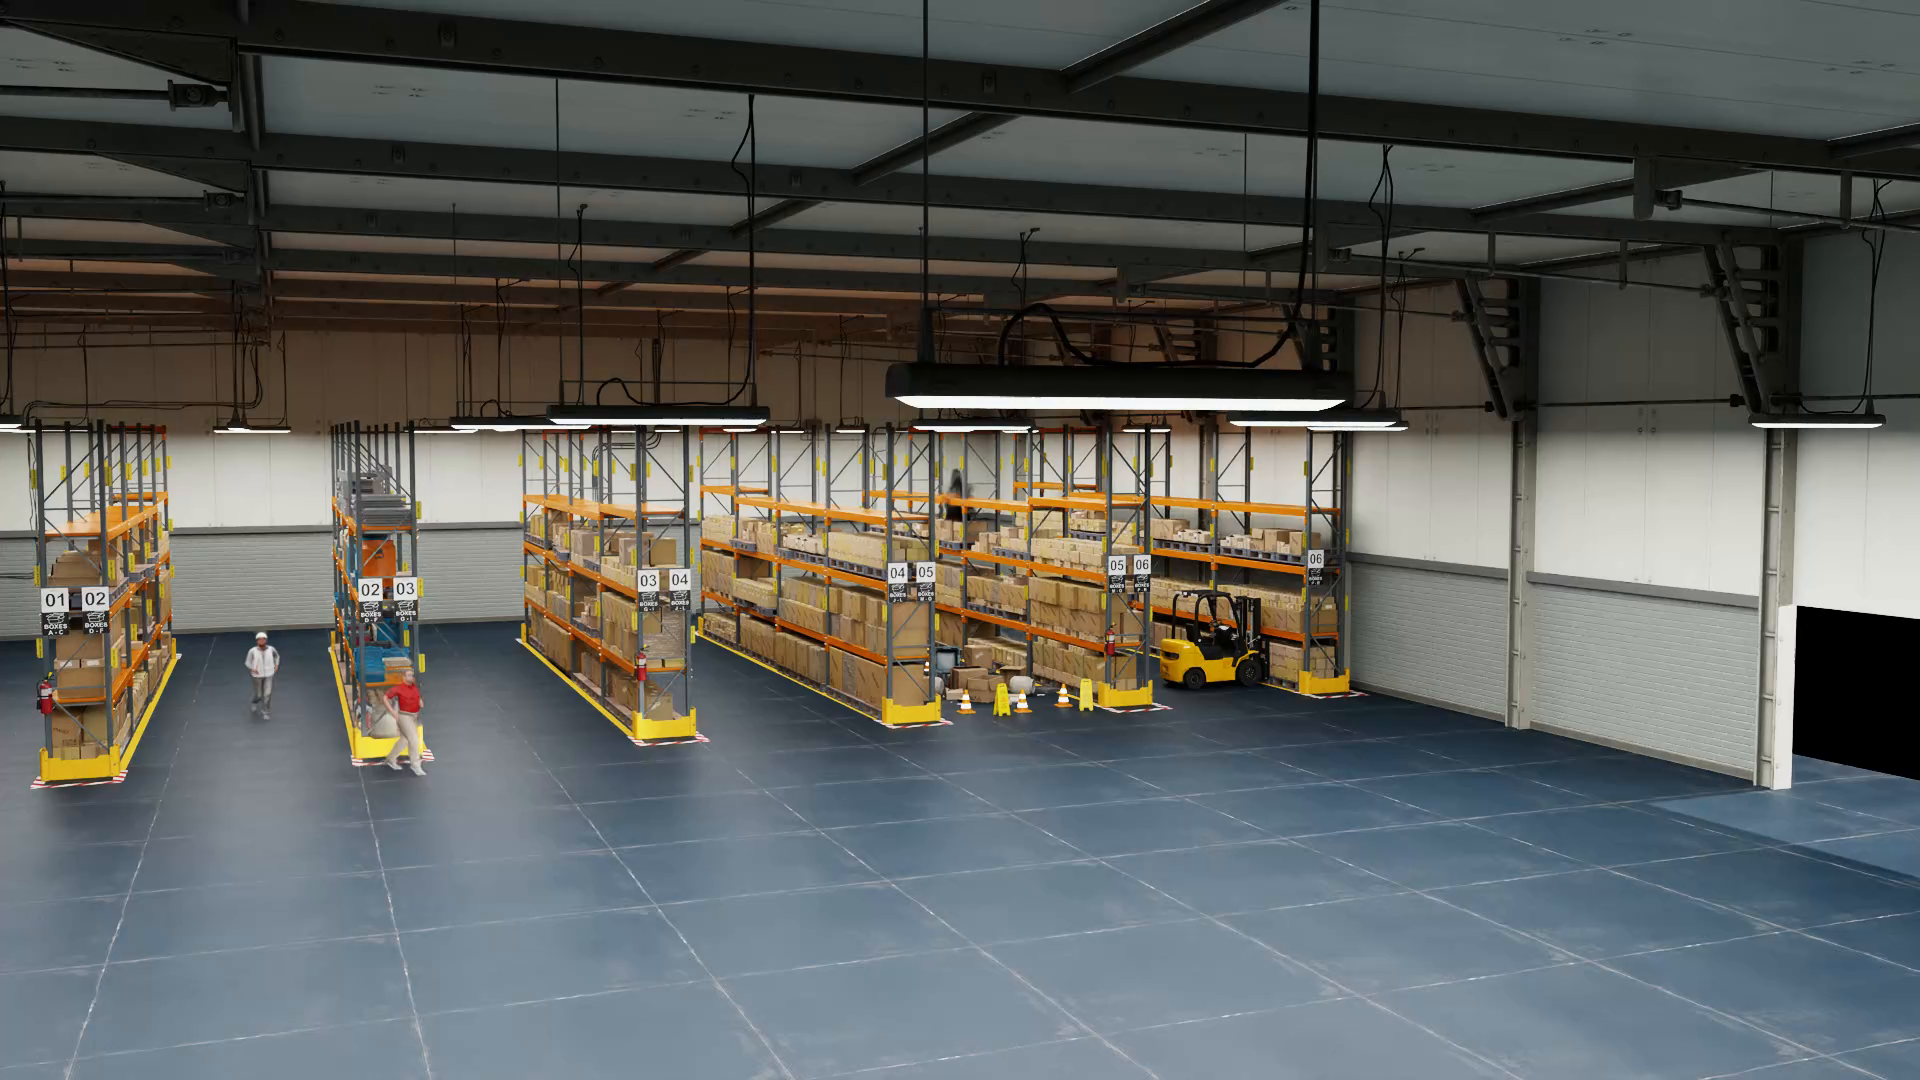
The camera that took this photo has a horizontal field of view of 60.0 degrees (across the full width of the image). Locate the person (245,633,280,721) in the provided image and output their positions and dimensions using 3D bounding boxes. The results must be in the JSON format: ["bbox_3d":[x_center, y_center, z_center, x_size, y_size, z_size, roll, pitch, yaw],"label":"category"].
[{"bbox_3d":[-14.148,2.750,33.765,0.669,1.768,0.810,-2,4,-30],"label":"person"}]

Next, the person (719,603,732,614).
[{"bbox_3d":[-6.937,1.802,49.435,0.816,1.684,0.648,1,4,19],"label":"person"}]

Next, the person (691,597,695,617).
[{"bbox_3d":[-7.430,2.094,44.448,0.724,1.740,0.796,-1,4,-15],"label":"person"}]

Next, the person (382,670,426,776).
[{"bbox_3d":[-9.408,3.099,28.317,0.841,1.786,0.685,1,4,9],"label":"person"}]
